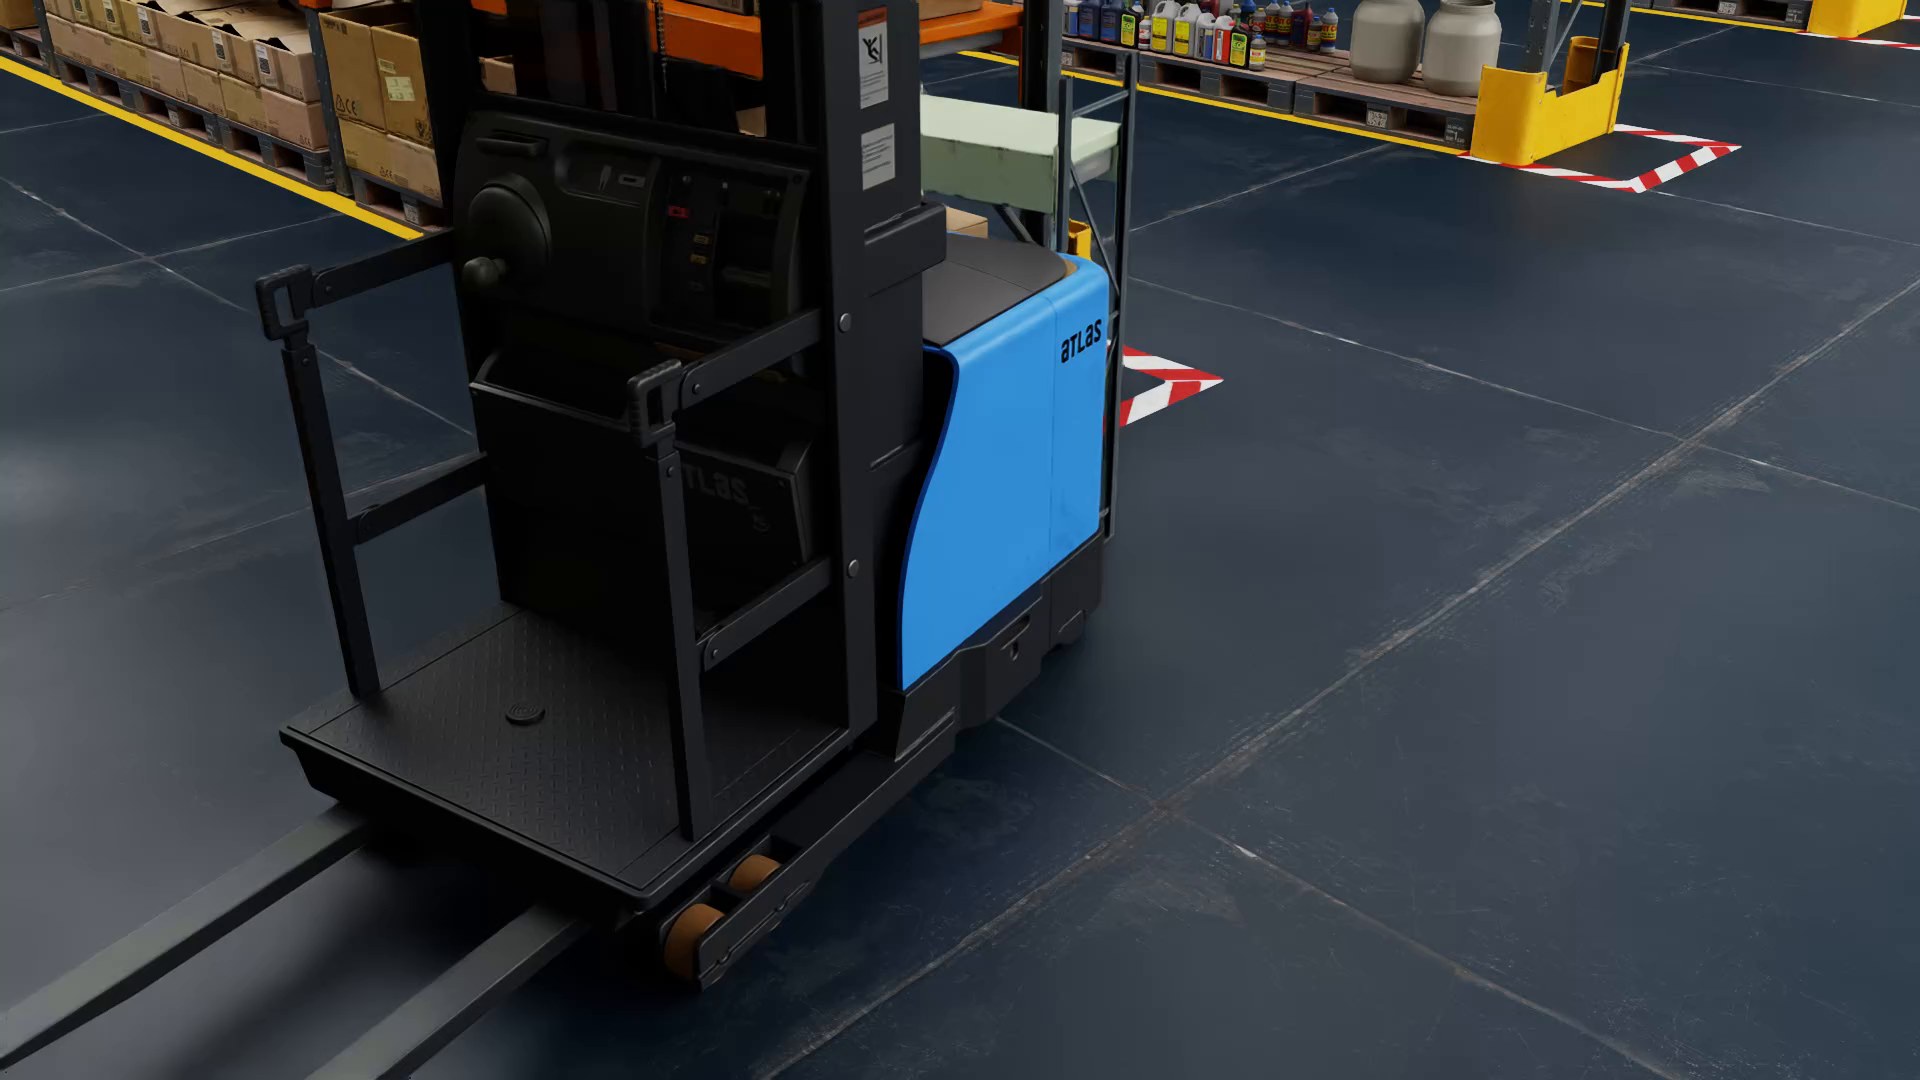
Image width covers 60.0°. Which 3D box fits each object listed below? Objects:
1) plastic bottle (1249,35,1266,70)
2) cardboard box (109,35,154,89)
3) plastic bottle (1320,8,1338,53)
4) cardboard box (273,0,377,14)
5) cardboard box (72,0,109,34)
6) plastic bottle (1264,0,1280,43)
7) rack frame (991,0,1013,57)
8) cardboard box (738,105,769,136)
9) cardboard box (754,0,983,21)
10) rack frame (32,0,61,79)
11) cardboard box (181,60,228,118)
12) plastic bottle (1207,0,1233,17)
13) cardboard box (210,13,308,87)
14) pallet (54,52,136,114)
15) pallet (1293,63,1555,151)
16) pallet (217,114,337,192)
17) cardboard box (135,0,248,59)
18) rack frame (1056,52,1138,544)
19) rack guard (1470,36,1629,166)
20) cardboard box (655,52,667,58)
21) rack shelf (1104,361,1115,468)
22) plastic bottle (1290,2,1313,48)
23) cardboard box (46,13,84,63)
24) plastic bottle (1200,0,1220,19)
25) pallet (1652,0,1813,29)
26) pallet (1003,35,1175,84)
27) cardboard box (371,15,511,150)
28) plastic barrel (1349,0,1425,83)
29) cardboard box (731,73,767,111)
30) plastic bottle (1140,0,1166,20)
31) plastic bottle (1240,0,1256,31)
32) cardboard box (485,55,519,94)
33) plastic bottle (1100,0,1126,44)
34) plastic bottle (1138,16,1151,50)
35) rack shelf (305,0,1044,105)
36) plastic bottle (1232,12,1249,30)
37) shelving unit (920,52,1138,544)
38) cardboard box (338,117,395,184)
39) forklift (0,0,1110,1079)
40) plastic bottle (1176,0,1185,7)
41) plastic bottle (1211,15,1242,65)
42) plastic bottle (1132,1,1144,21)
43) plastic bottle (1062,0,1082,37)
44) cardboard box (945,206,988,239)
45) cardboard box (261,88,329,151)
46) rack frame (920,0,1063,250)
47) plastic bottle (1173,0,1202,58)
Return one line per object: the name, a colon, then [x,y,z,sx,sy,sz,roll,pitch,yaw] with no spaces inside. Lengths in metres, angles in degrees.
plastic bottle: [1.848,-3.030,10.323,0.097,0.201,0.097,0,28,0]
cardboard box: [-4.813,-2.957,10.154,0.500,0.250,0.500,23,36,37]
plastic bottle: [2.391,-3.302,10.766,0.097,0.271,0.097,0,28,0]
cardboard box: [-3.706,-3.051,9.730,0.500,0.311,0.500,23,36,37]
cardboard box: [-5.167,-3.368,10.333,0.500,0.311,0.500,24,36,37]
plastic bottle: [2.075,-3.447,11.041,0.097,0.271,0.097,0,28,0]
rack frame: [0.613,-4.925,11.394,0.127,3.000,1.000,25,36,38]
cardboard box: [-0.601,-1.354,6.300,0.500,0.500,0.500,25,36,38]
cardboard box: [-0.334,-2.178,6.062,0.500,0.500,0.700,25,36,38]
rack frame: [-5.715,-4.588,10.752,0.127,3.000,1.000,25,36,38]
cardboard box: [-4.086,-2.623,9.519,0.500,0.250,0.500,-24,36,-38]
plastic bottle: [1.755,-3.578,11.285,0.152,0.276,0.135,-25,36,-38]
cardboard box: [-3.728,-2.704,9.071,0.500,0.311,0.500,-24,36,-38]
pallet: [-5.155,-3.072,10.865,1.213,0.211,1.003,25,36,38]
pallet: [2.803,-2.662,10.086,1.213,0.211,1.003,25,36,38]
pallet: [-3.415,-2.276,9.351,1.213,0.211,1.003,25,36,38]
cardboard box: [-4.438,-3.033,9.696,0.500,0.311,0.500,24,36,38]
rack frame: [0.373,-0.602,4.783,0.023,1.500,0.400,17,32,28]
rack guard: [3.378,-2.523,9.511,0.348,0.500,1.175,25,36,38]
cardboard box: [-1.304,-2.017,7.561,0.500,0.500,0.500,25,36,38]
rack shelf: [0.064,-0.405,5.109,0.720,0.370,0.431,17,32,28]
plastic bottle: [2.242,-3.387,10.915,0.061,0.283,0.133,-25,36,-38]
cardboard box: [-5.547,-3.288,10.784,0.500,0.250,0.500,24,36,38]
plastic bottle: [1.680,-3.545,11.215,0.133,0.283,0.061,25,36,38]
pallet: [6.329,-4.331,13.260,1.213,0.211,1.003,25,36,38]
pallet: [1.063,-3.458,11.600,1.213,0.211,1.003,25,36,38]
cardboard box: [-2.389,-2.168,7.847,0.500,0.500,0.500,25,36,38]
plastic barrel: [2.585,-3.058,10.064,0.421,0.512,0.421,0,28,0]
cardboard box: [-0.594,-1.690,6.938,0.500,0.500,0.500,25,36,38]
plastic bottle: [1.325,-3.680,11.479,0.135,0.276,0.152,25,36,38]
plastic bottle: [1.931,-3.513,11.166,0.097,0.271,0.097,0,28,0]
cardboard box: [-1.680,-1.839,7.223,0.500,0.500,0.500,25,36,38]
plastic bottle: [1.032,-3.485,11.028,0.185,0.351,0.144,23,35,36]
plastic bottle: [1.218,-3.319,10.872,0.097,0.201,0.097,0,28,0]
rack shelf: [-1.436,-2.312,7.196,4.000,0.370,1.077,25,36,38]
plastic bottle: [1.762,-3.193,10.546,0.133,0.283,0.061,25,36,38]
shelving unit: [0.064,-0.694,4.958,0.755,1.500,0.431,17,32,28]
cardboard box: [-2.744,-2.000,8.333,0.500,0.250,0.500,25,36,38]
forklift: [-0.808,-0.615,3.271,1.130,2.935,3.031,16,32,28]
plastic bottle: [1.557,-3.701,11.512,0.061,0.283,0.133,-22,35,-36]
plastic bottle: [1.688,-3.154,10.480,0.135,0.276,0.152,25,37,39]
plastic bottle: [1.163,-3.414,10.979,0.097,0.271,0.097,0,28,0]
plastic bottle: [0.783,-3.569,11.268,0.152,0.276,0.135,-24,36,-37]
cardboard box: [-0.237,-1.195,6.803,0.500,0.250,0.500,25,36,38]
cardboard box: [-3.361,-2.291,8.886,0.500,0.250,0.500,24,36,38]
rack frame: [-0.010,-1.977,5.788,0.127,3.000,1.000,25,36,38]
plastic bottle: [1.468,-3.285,10.649,0.144,0.351,0.185,-24,36,-37]
